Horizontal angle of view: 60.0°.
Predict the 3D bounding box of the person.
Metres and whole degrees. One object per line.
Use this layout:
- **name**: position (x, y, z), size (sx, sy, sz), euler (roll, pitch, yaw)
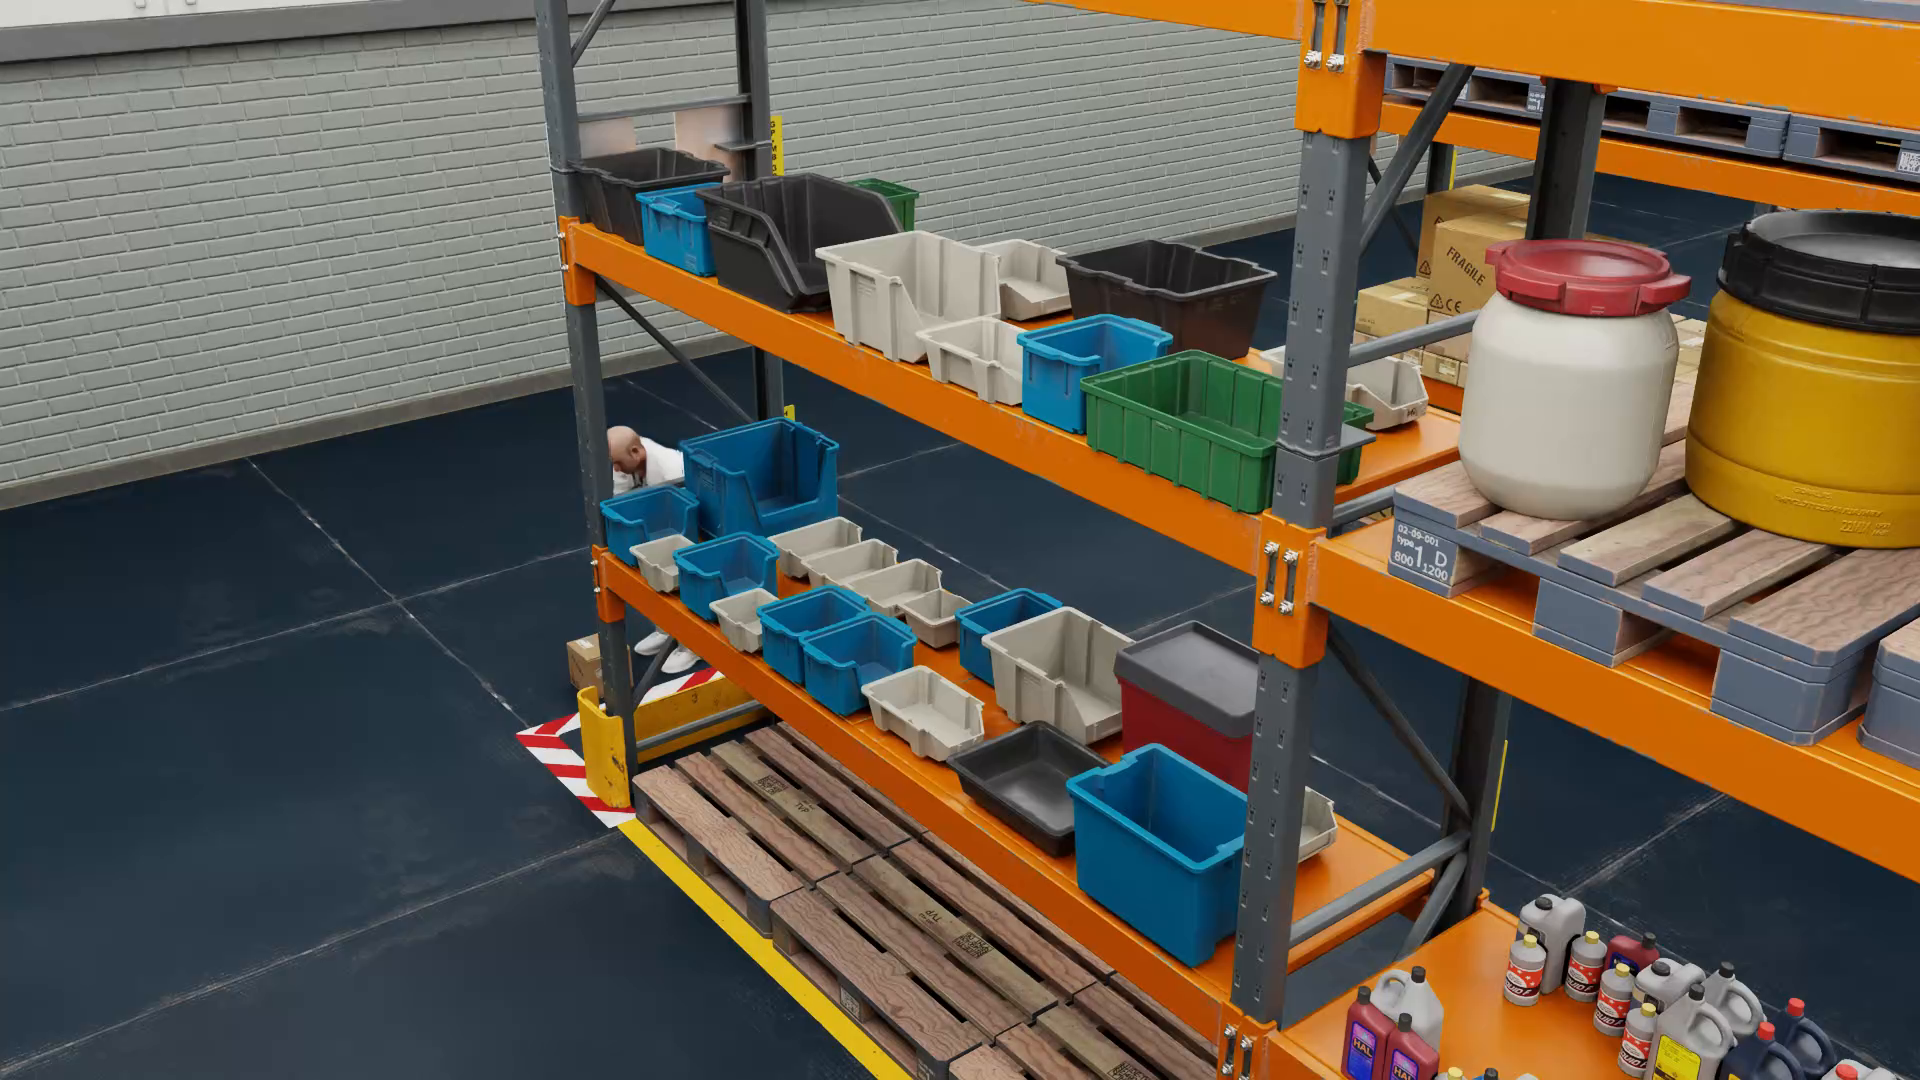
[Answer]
- **person**: position (-1.586, 0.008, 9.021), size (0.701, 1.440, 0.631), euler (-22, 32, -39)
